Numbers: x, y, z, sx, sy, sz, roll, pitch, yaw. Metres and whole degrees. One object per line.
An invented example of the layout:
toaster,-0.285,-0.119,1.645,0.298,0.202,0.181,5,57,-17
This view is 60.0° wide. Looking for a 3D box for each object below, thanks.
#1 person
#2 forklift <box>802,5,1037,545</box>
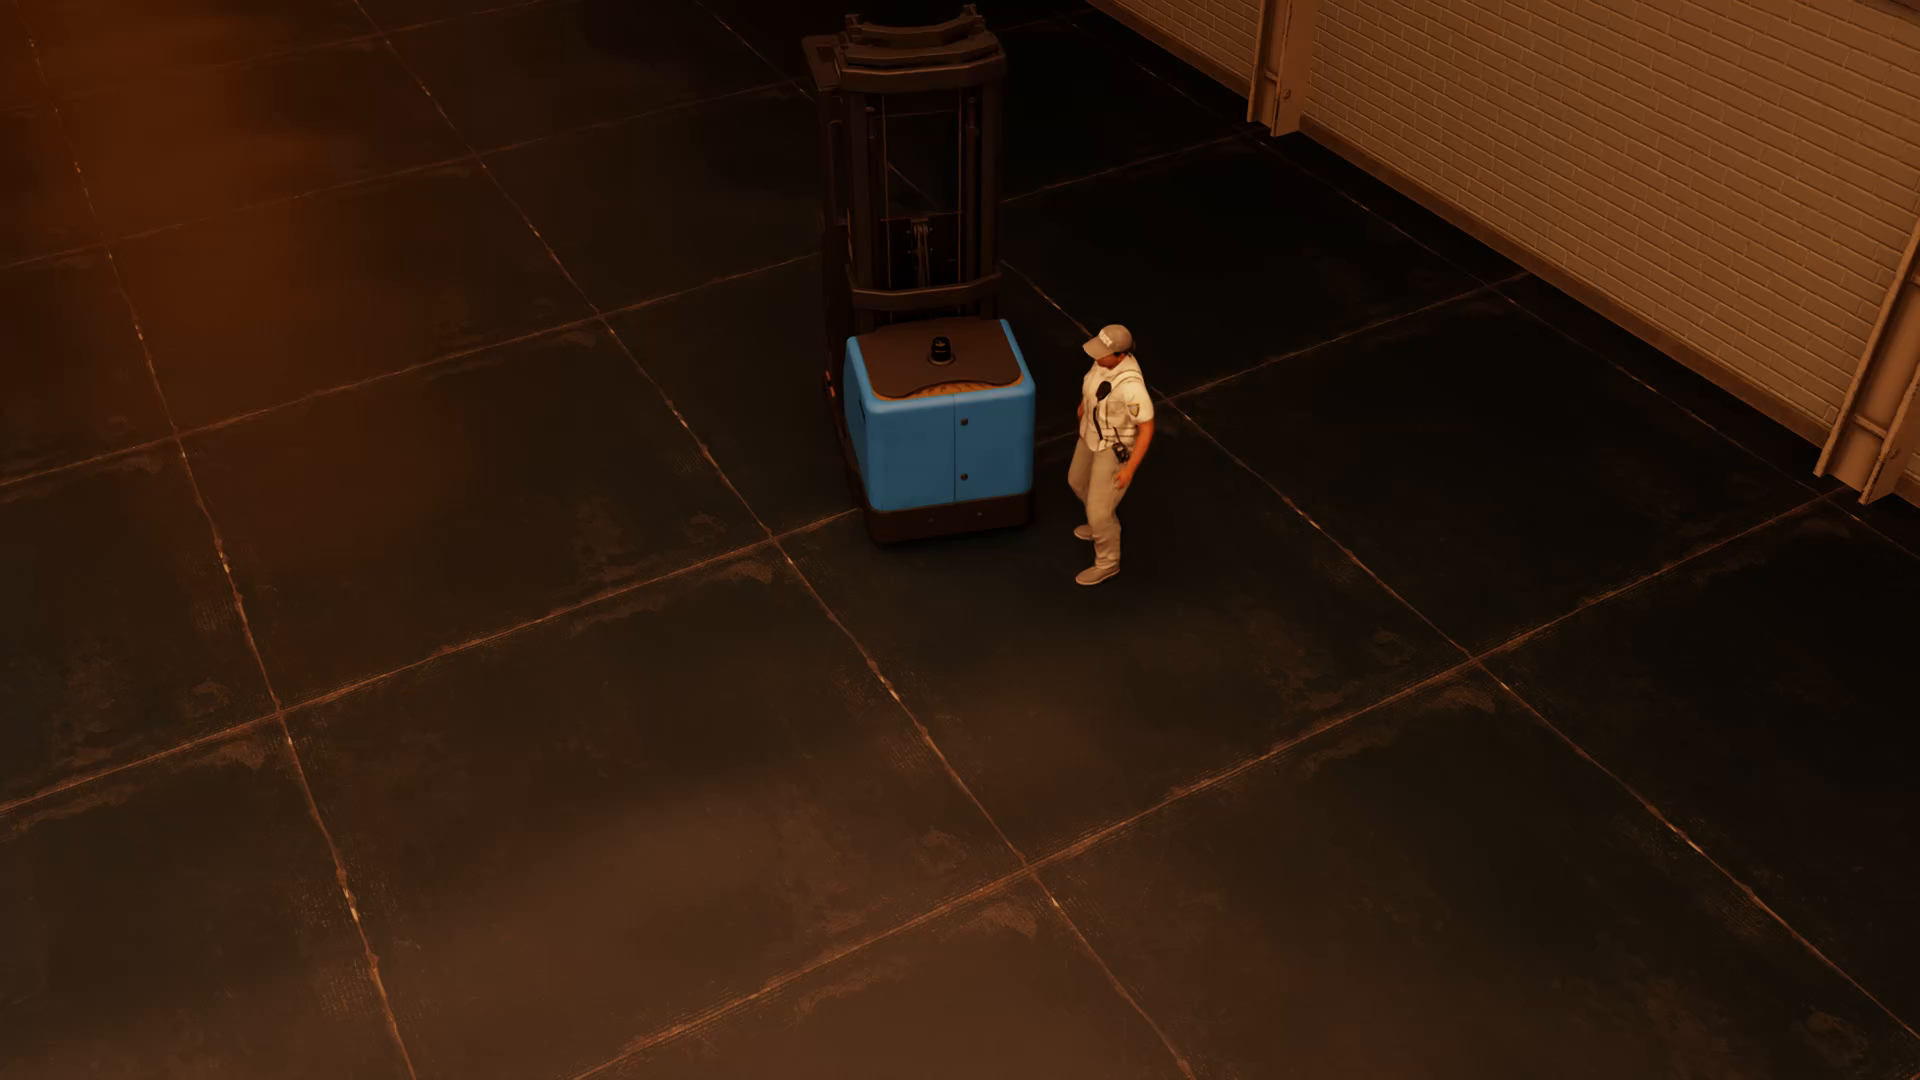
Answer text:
person,0.785,-0.543,9.739,0.565,1.617,0.825,-11,41,-13
forklift,-0.340,-2.041,10.497,1.130,2.935,3.031,-8,40,-9
